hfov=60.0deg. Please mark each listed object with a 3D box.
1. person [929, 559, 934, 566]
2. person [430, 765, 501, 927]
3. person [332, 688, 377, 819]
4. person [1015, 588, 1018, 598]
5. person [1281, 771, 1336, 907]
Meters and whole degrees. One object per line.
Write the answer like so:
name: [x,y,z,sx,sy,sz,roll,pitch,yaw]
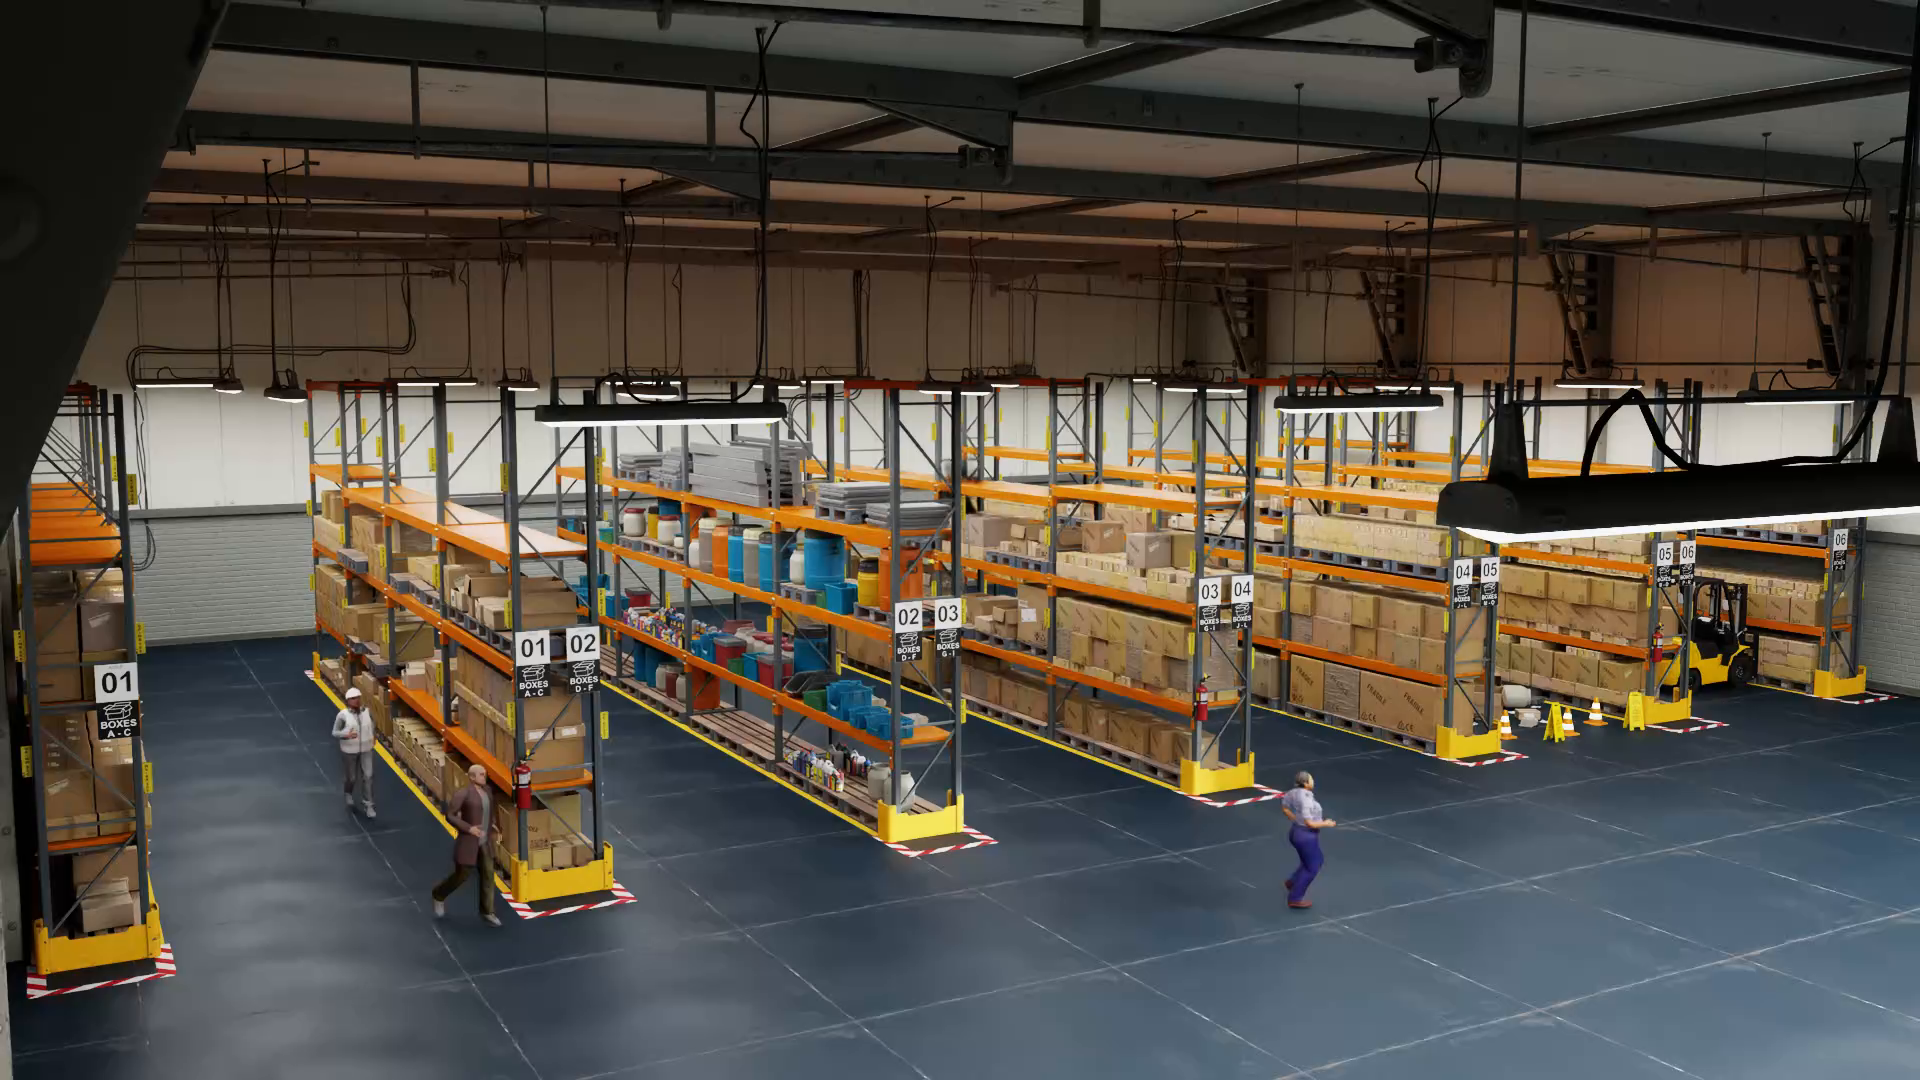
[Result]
person: [-0.666,1.287,39.186,0.765,1.688,0.653,-1,6,-6]
person: [-5.498,3.435,18.938,1.049,1.745,0.769,4,7,33]
person: [-8.446,2.950,23.293,0.657,1.776,0.928,-4,7,-35]
person: [1.575,1.073,41.874,0.488,1.651,0.687,5,8,41]
person: [4.072,3.477,19.376,0.550,1.586,0.594,-1,6,-7]
